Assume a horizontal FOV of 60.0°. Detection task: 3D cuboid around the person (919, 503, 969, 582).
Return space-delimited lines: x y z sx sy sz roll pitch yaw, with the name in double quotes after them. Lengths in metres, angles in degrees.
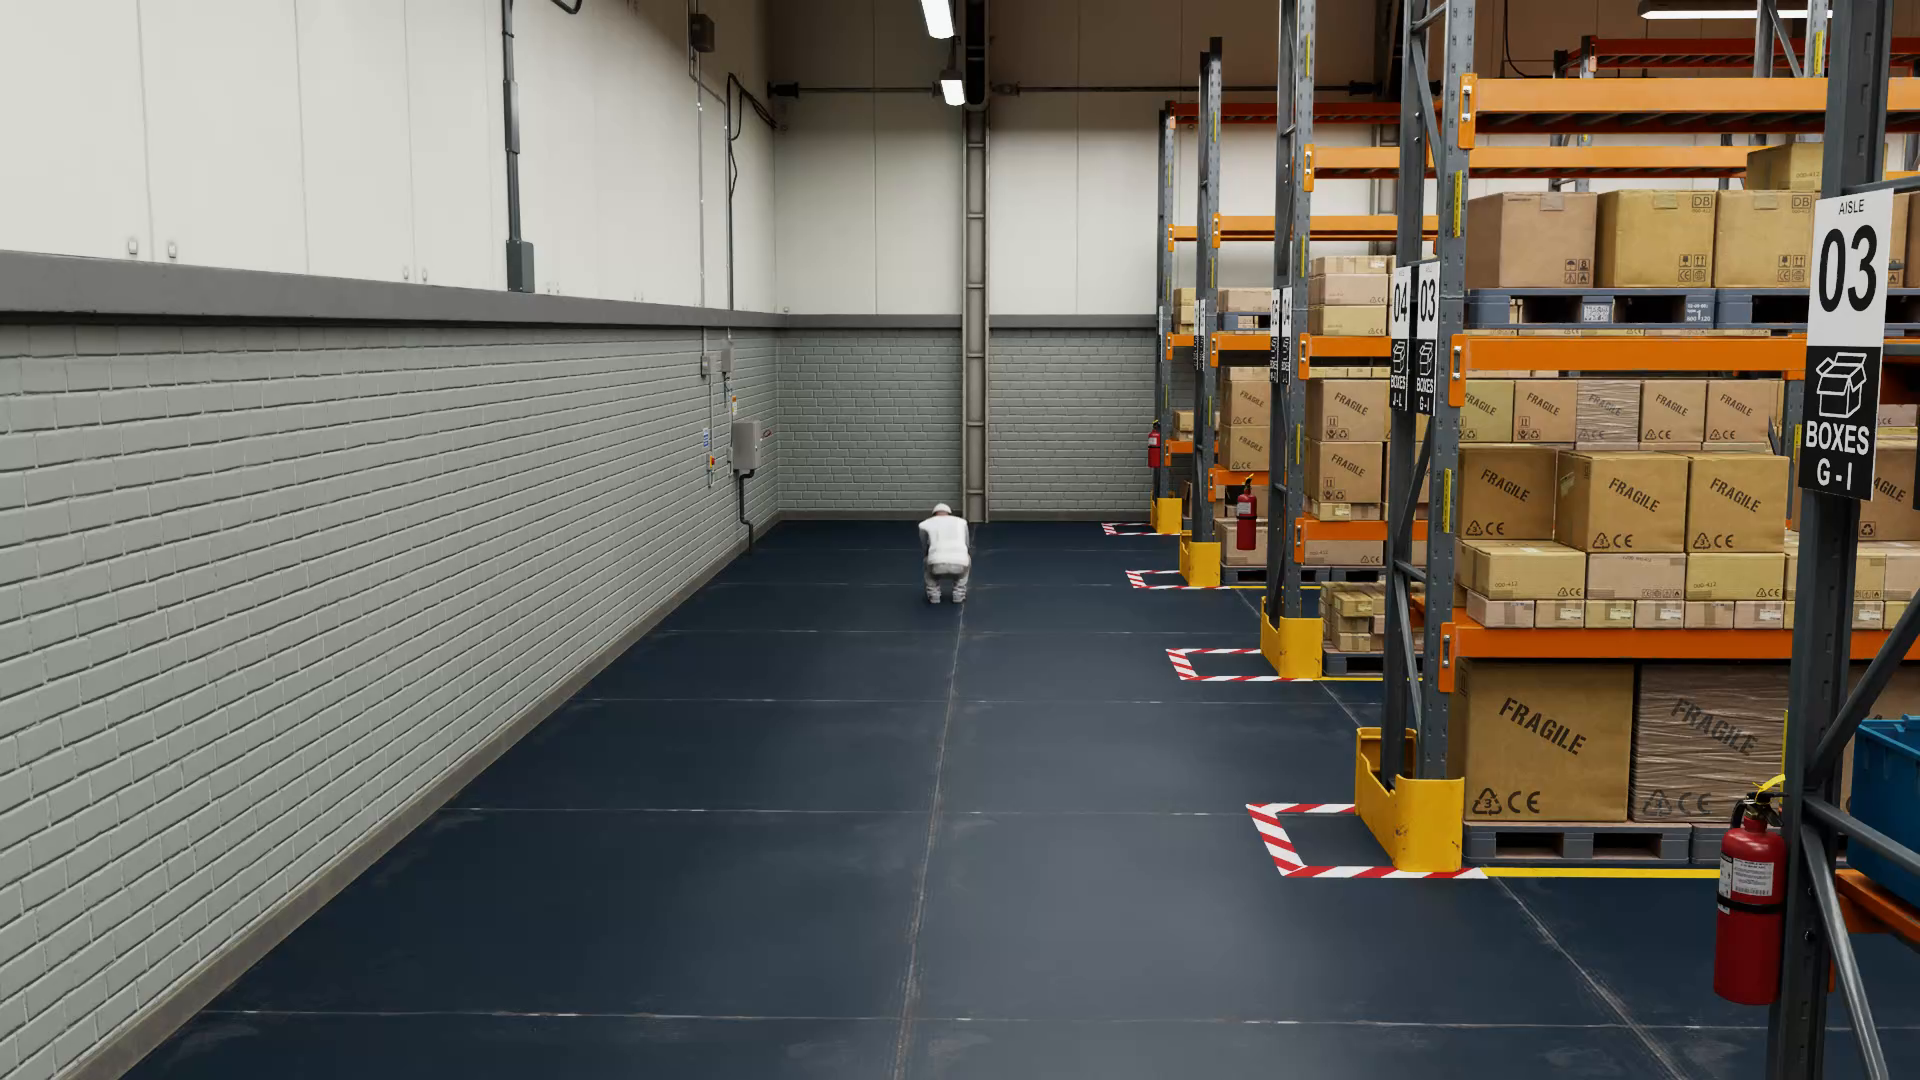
-0.175 0.074 17.708 0.536 0.873 0.898 0 7 0 "person"
